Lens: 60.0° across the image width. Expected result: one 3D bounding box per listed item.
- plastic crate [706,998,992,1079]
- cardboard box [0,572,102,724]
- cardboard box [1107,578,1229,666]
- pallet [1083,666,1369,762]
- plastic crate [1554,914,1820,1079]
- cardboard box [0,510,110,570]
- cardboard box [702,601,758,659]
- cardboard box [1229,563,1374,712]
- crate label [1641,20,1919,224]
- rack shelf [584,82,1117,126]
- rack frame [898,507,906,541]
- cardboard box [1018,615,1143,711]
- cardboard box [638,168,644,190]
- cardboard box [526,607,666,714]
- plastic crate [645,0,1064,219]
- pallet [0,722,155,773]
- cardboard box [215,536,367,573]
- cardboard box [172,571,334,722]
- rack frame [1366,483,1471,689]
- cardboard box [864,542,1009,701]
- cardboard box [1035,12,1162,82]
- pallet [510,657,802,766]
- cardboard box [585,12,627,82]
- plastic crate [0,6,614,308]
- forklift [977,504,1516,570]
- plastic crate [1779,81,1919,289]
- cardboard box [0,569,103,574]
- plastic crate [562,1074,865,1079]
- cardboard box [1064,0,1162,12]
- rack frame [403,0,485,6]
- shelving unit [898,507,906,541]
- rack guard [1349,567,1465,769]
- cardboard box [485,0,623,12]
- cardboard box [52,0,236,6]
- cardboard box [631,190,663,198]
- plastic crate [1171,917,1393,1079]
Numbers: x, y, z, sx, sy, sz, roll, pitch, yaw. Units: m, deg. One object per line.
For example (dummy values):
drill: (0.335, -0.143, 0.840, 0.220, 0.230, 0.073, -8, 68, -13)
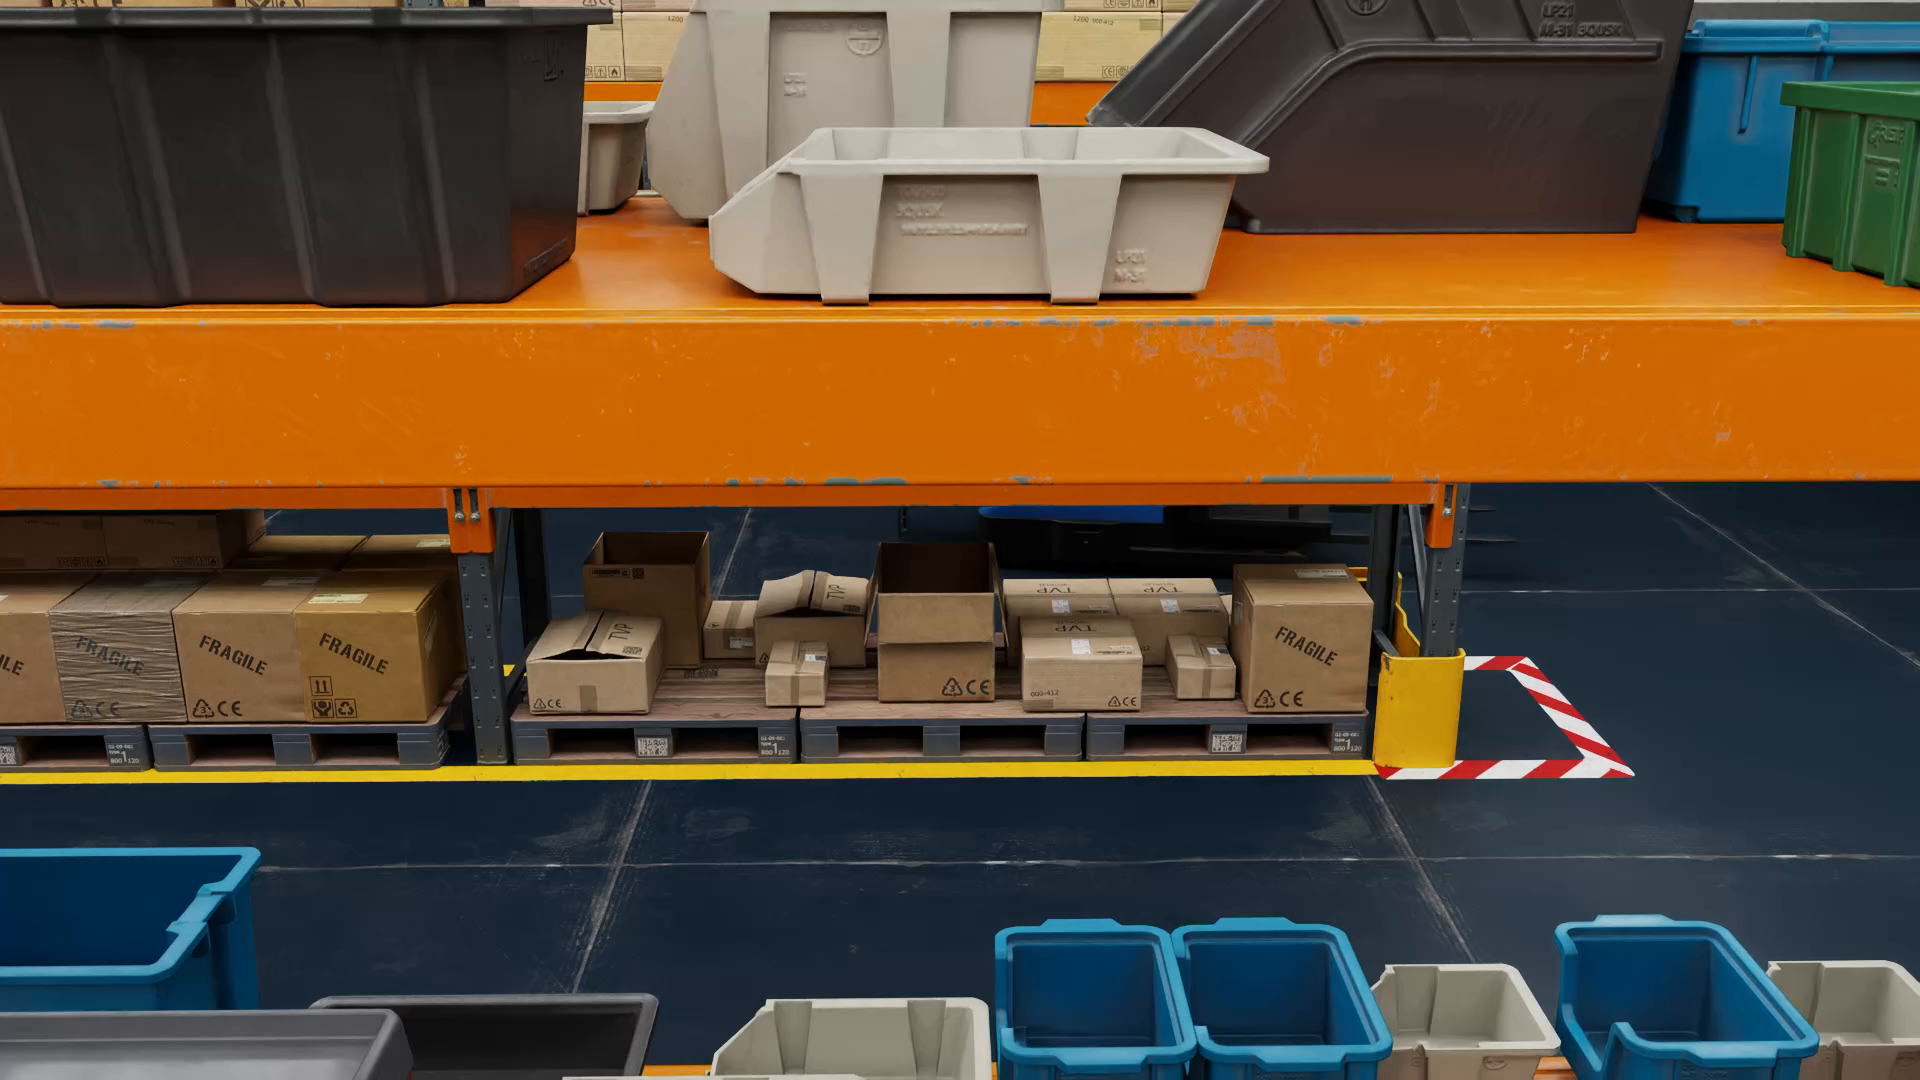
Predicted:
plastic crate: (-0.183, 0.888, 2.703, 0.466, 0.136, 0.293, 0, 18, -1)
cardboard box: (-3.987, 0.454, 7.093, 0.500, 0.500, 0.500, -1, 18, -3)
cardboard box: (0.957, 0.377, 7.743, 0.500, 0.250, 0.500, 0, 18, -1)
pallet: (1.132, 0.691, 7.547, 1.213, 0.211, 1.003, 0, 18, -1)
plastic crate: (1.169, 0.827, 2.736, 0.300, 0.233, 0.416, 0, 18, -1)
cardboard box: (-3.983, -0.063, 7.477, 0.500, 0.250, 0.500, -1, 18, -2)
cardboard box: (-1.055, 0.417, 7.785, 0.250, 0.149, 0.380, 0, 18, -1)
cardboard box: (1.465, 0.417, 7.207, 0.500, 0.500, 0.500, 0, 18, -1)
crate label: (1.152, -0.580, 2.278, 0.502, 0.251, 0.408, 0, 18, -1)
rack shelf: (0.005, -1.717, 6.757, 4.000, 0.370, 1.077, 0, 18, -1)
rack frame: (-0.352, -0.602, 9.958, 0.015, 1.200, 0.240, 2, 18, 7)
cardboard box: (0.515, 0.532, 7.260, 0.500, 0.250, 0.500, 0, 18, -1)
cardboard box: (-2.540, -2.408, 11.961, 0.500, 0.500, 0.500, -1, 18, -3)
cardboard box: (-1.571, 0.513, 7.219, 0.500, 0.311, 0.500, 0, 18, -1)
plastic crate: (-0.141, -0.584, 2.240, 0.530, 0.282, 0.437, 0, 18, -1)
pallet: (-4.030, 0.728, 7.432, 1.213, 0.211, 1.003, 0, 18, -1)
cardboard box: (-3.015, 0.293, 7.596, 0.500, 0.500, 0.500, 0, 18, 0)
cardboard box: (-2.978, 0.449, 7.110, 0.500, 0.500, 0.500, 0, 18, -1)
rack frame: (2.005, -0.641, 7.136, 0.127, 3.000, 1.000, 0, 18, -1)
cardboard box: (-0.116, 0.347, 7.423, 0.637, 0.503, 0.797, 0, 18, -1)
cardboard box: (0.496, -1.910, 6.424, 0.500, 0.250, 0.500, 0, 18, -1)
pallet: (-1.308, 0.703, 7.511, 1.213, 0.211, 1.003, 0, 18, -1)
cardboard box: (-1.504, -1.905, 6.412, 0.500, 0.250, 0.500, 0, 18, -1)
plastic crate: (-0.673, -0.397, 1.679, 0.590, 0.269, 0.497, 0, 18, -1)
forklift: (1.650, -1.334, 9.409, 3.031, 2.935, 1.130, 2, 18, 7)
plastic crate: (1.098, -0.364, 1.707, 0.336, 0.188, 0.450, 0, 18, -1)
cardboard box: (-4.020, 0.295, 7.589, 0.500, 0.500, 0.500, -1, 18, -3)
plastic crate: (-0.390, 0.968, 2.216, 0.530, 0.282, 0.437, 0, 18, -1)
cardboard box: (0.496, -2.152, 6.362, 0.500, 0.250, 0.500, 0, 18, -1)
rack frame: (-1.994, -3.478, 6.159, 0.127, 3.000, 1.000, 0, 18, -1)
shelving unit: (-0.110, -0.593, 9.930, 0.503, 1.200, 0.258, 2, 18, 7)
rack guard: (1.929, 0.549, 7.516, 0.348, 0.500, 1.175, 0, 18, -1)
cardboard box: (-1.504, -2.143, 6.334, 0.500, 0.250, 0.500, 0, 18, -1)
cardboard box: (-3.167, -2.355, 6.553, 0.600, 0.600, 0.600, 0, 18, -1)
cardboard box: (-1.493, -1.227, 7.161, 0.500, 0.500, 0.500, 0, 18, -1)
plastic crate: (0.511, 0.830, 2.726, 0.300, 0.233, 0.416, 0, 18, -1)
